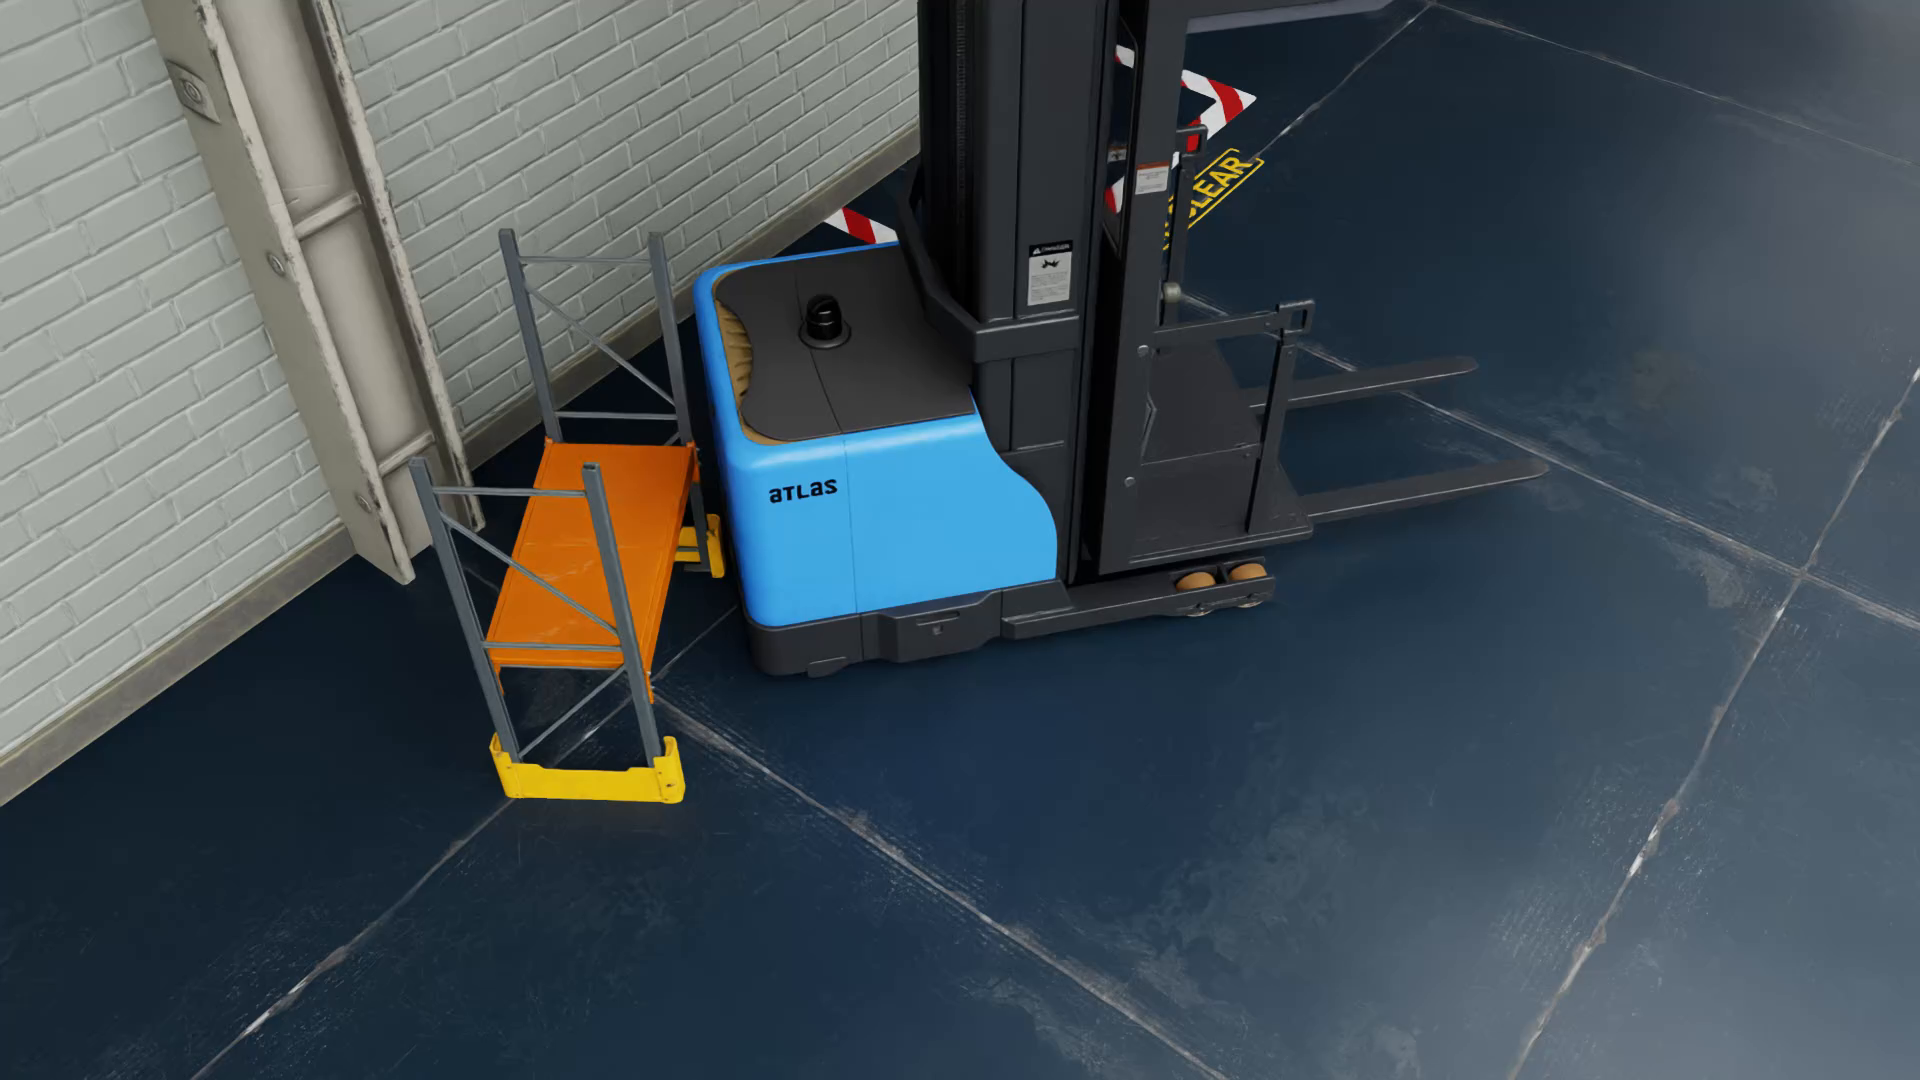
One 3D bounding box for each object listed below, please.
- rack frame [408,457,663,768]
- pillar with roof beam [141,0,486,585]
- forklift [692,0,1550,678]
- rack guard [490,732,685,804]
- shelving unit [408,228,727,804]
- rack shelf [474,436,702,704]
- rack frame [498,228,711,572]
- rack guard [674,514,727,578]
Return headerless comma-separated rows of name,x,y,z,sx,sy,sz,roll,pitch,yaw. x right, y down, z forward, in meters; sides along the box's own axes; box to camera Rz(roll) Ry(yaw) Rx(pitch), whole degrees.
rack frame,-1.199,0.317,4.910,0.500,1.500,0.032,2,46,2
pillar with roof beam,1.372,-1.218,1.191,9.100,9.000,0.400,29,53,25
forklift,0.651,-1.101,5.275,3.031,2.935,1.130,-10,47,-9
rack guard,-1.198,0.735,5.375,0.587,0.250,0.087,2,46,2
shelving unit,-1.178,-0.056,5.267,0.587,1.500,1.083,2,46,2
rack shelf,-1.179,0.074,5.390,0.538,0.185,1.000,2,46,2
rack frame,-1.158,-0.417,5.611,0.500,1.500,0.032,2,46,2
rack guard,-1.158,0.016,6.062,0.587,0.250,0.087,2,46,2
